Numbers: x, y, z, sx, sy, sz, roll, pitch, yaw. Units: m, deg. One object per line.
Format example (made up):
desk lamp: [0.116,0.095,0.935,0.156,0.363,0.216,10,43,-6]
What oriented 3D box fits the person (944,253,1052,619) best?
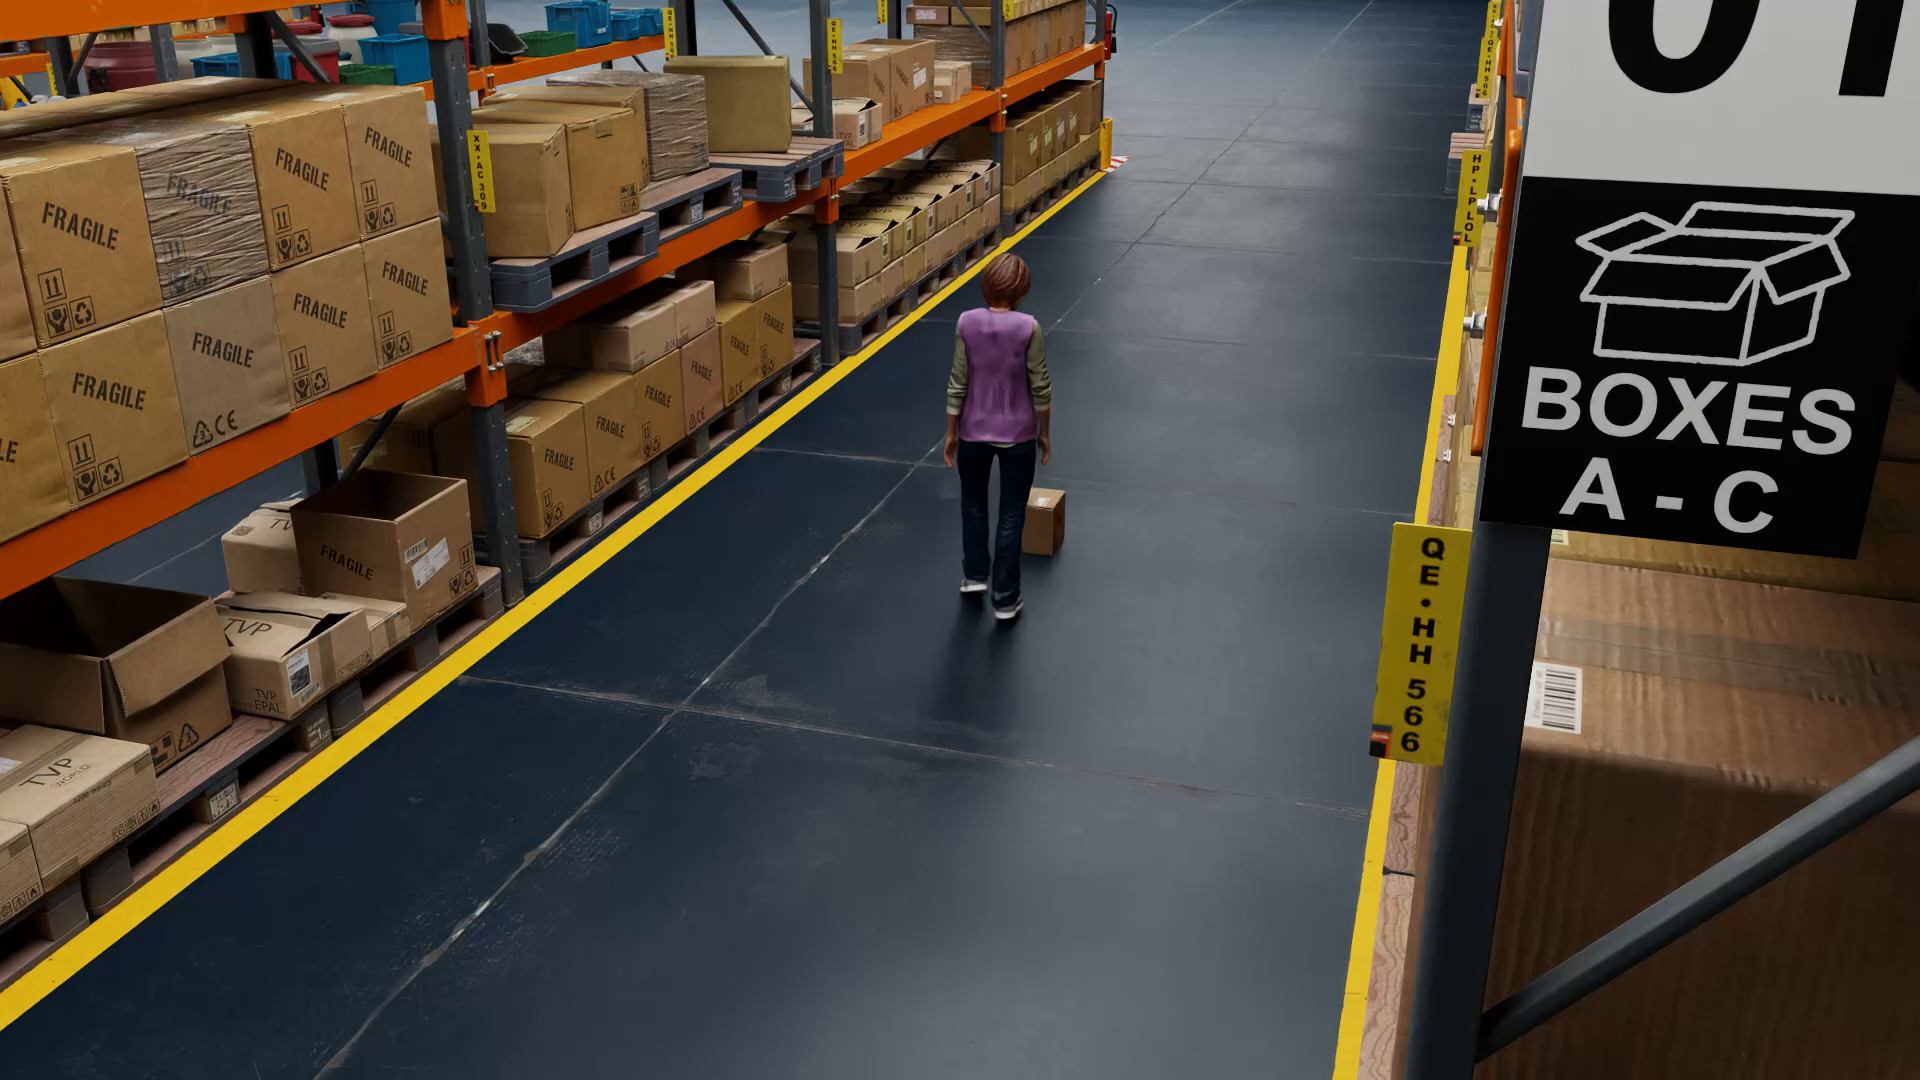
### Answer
person: [0.178,-0.433,7.164,0.450,1.628,0.493,4,23,10]
